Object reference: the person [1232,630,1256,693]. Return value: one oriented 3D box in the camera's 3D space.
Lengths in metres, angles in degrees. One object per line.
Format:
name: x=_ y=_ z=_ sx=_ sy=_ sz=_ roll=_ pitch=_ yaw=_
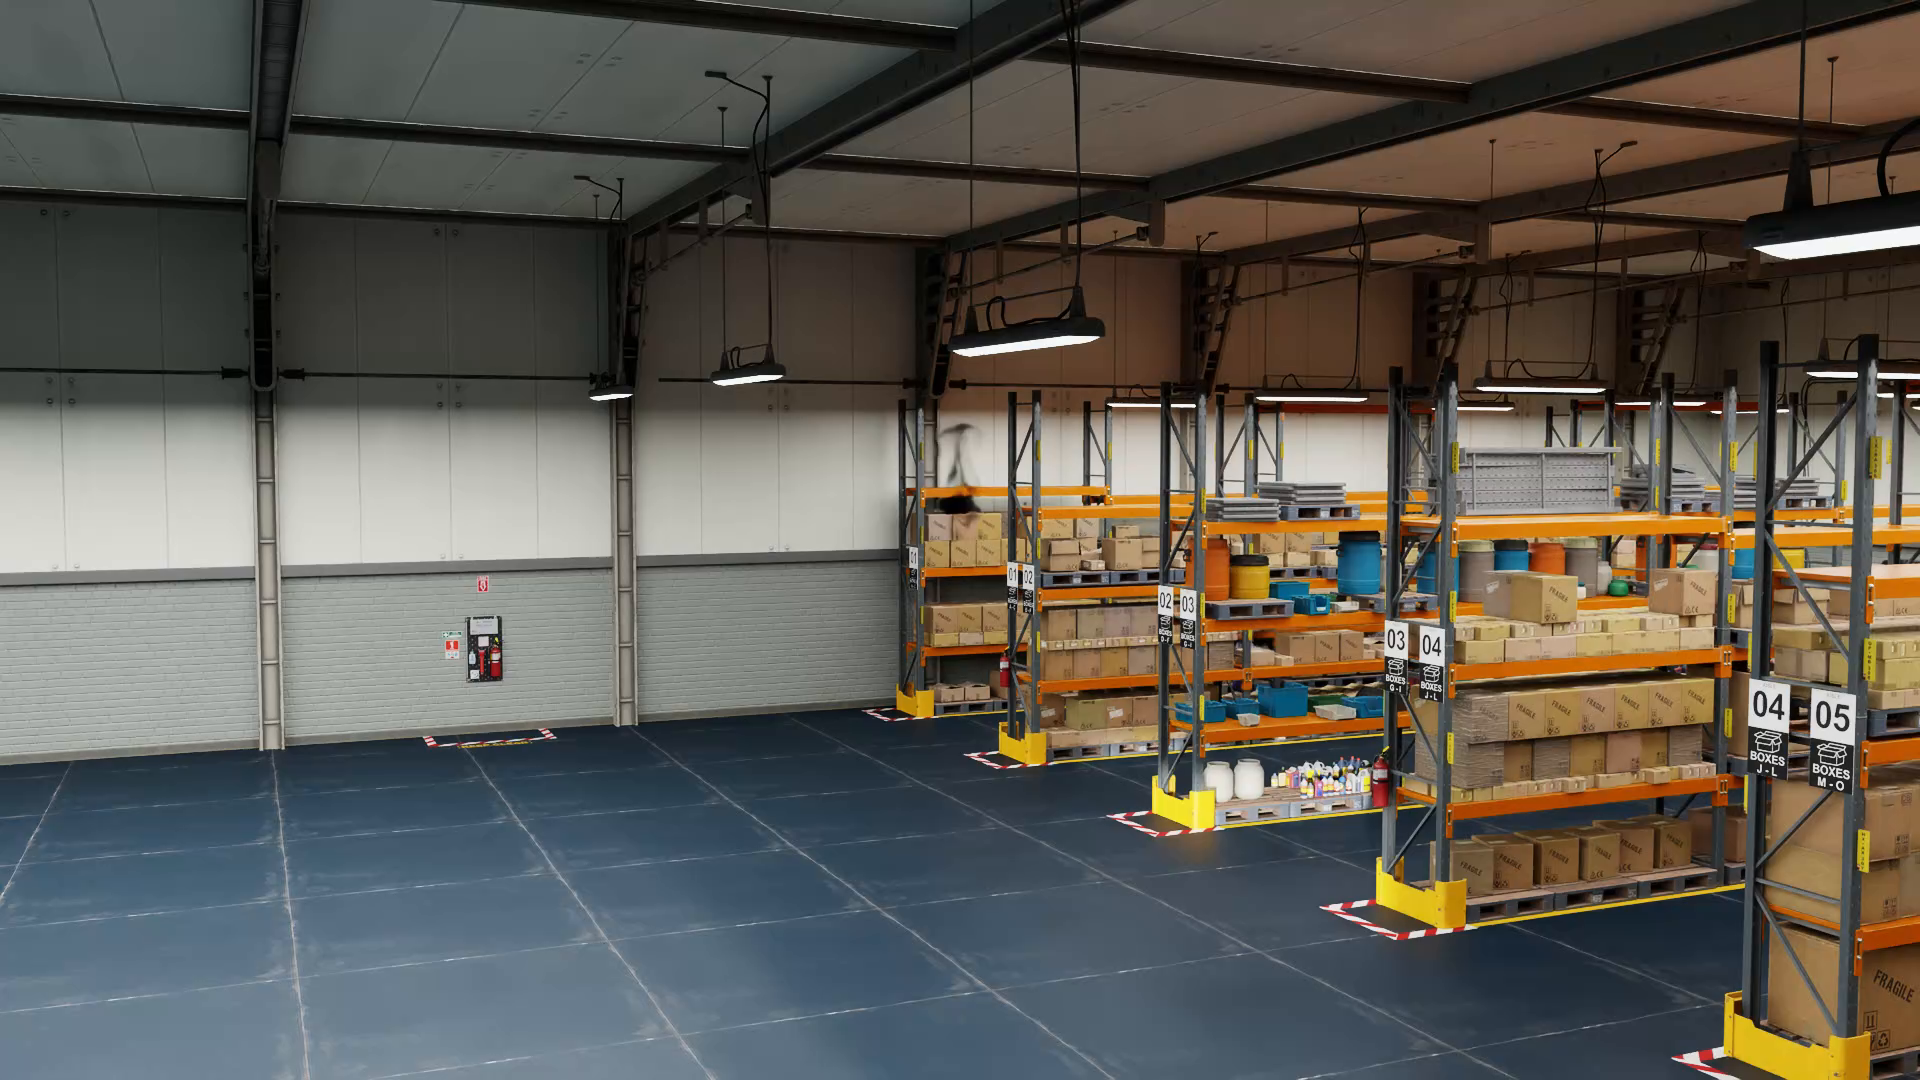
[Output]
person: x=5.353 y=2.506 z=31.742 sx=0.538 sy=1.608 sz=0.600 roll=-2 pitch=4 yaw=-29
